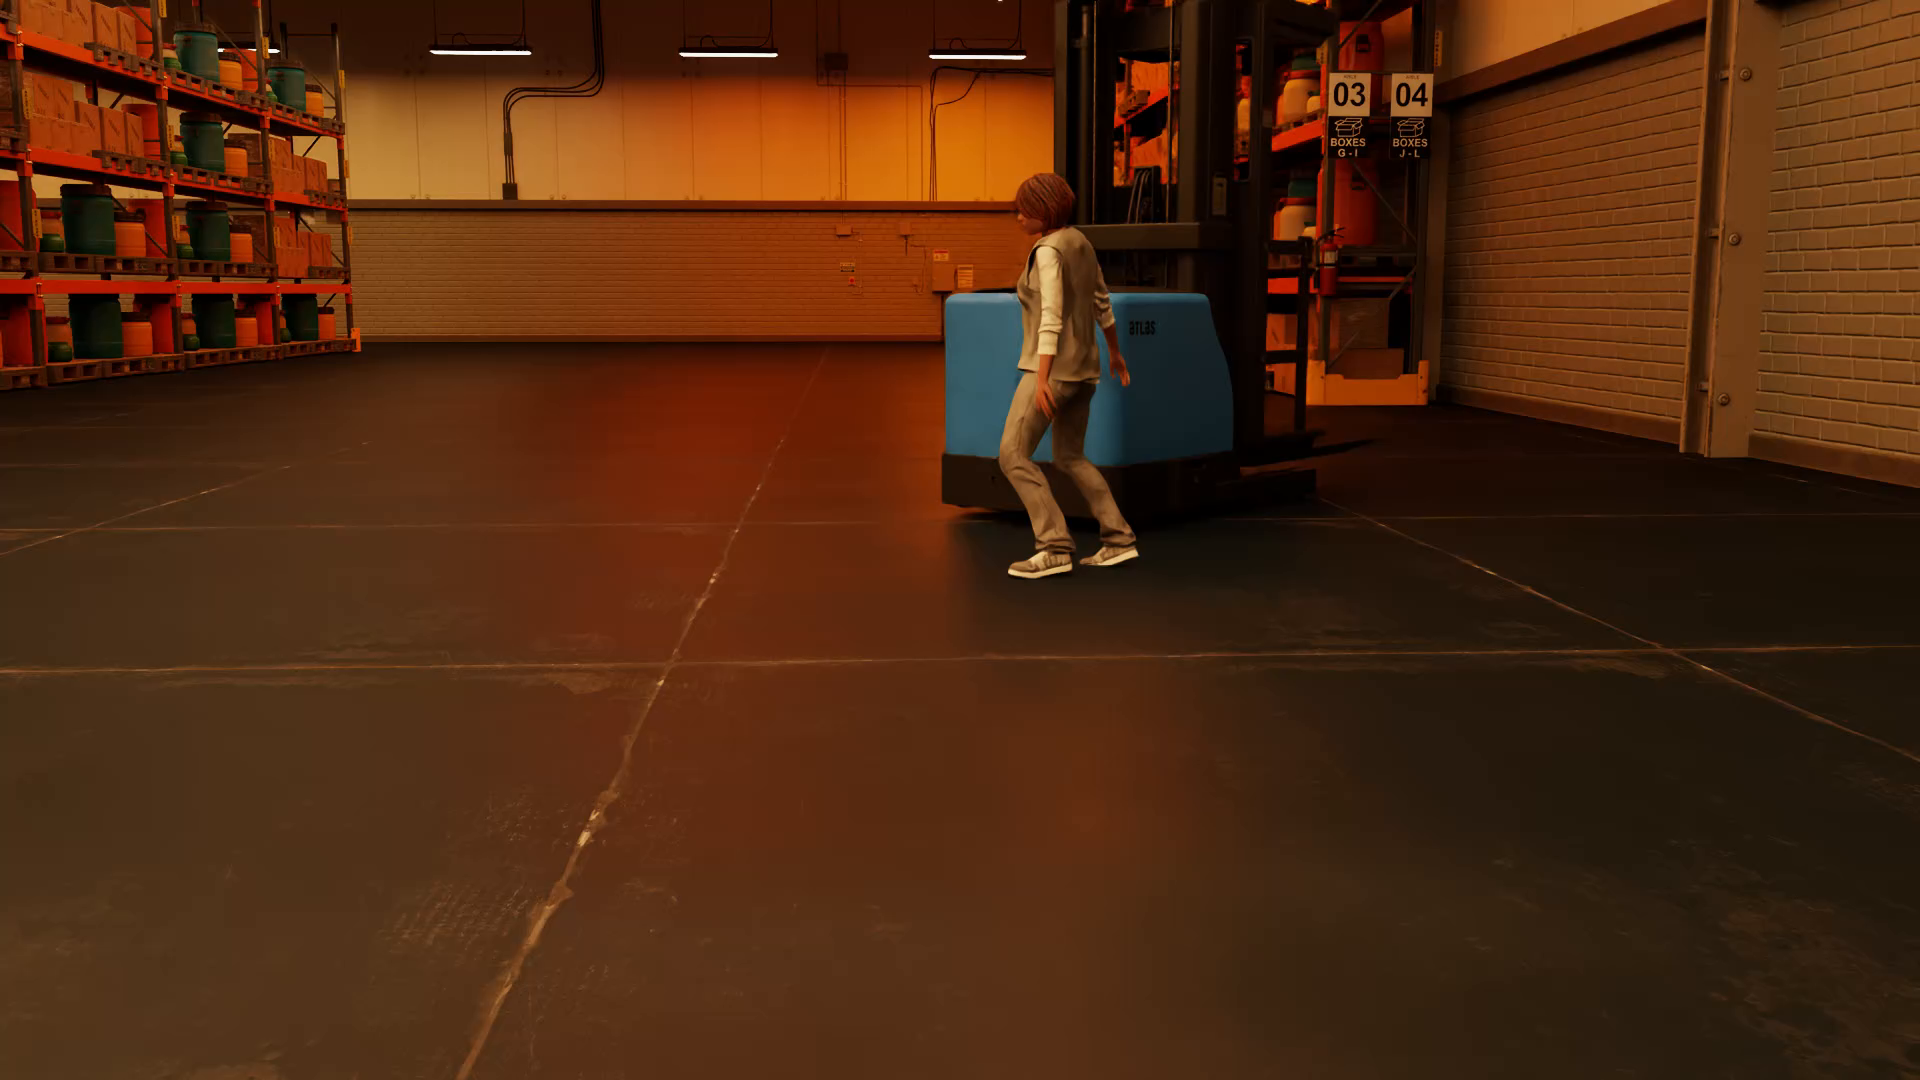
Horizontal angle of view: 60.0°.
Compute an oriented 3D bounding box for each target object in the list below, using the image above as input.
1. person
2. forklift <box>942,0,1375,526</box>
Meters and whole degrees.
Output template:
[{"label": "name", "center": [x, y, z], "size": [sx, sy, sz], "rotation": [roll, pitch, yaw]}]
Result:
[{"label": "person", "center": [0.461, -0.631, 6.481], "size": [0.429, 1.567, 0.746], "rotation": [5, 10, 31]}, {"label": "forklift", "center": [1.232, -1.683, 8.666], "size": [1.130, 2.935, 3.031], "rotation": [7, 11, 39]}]
